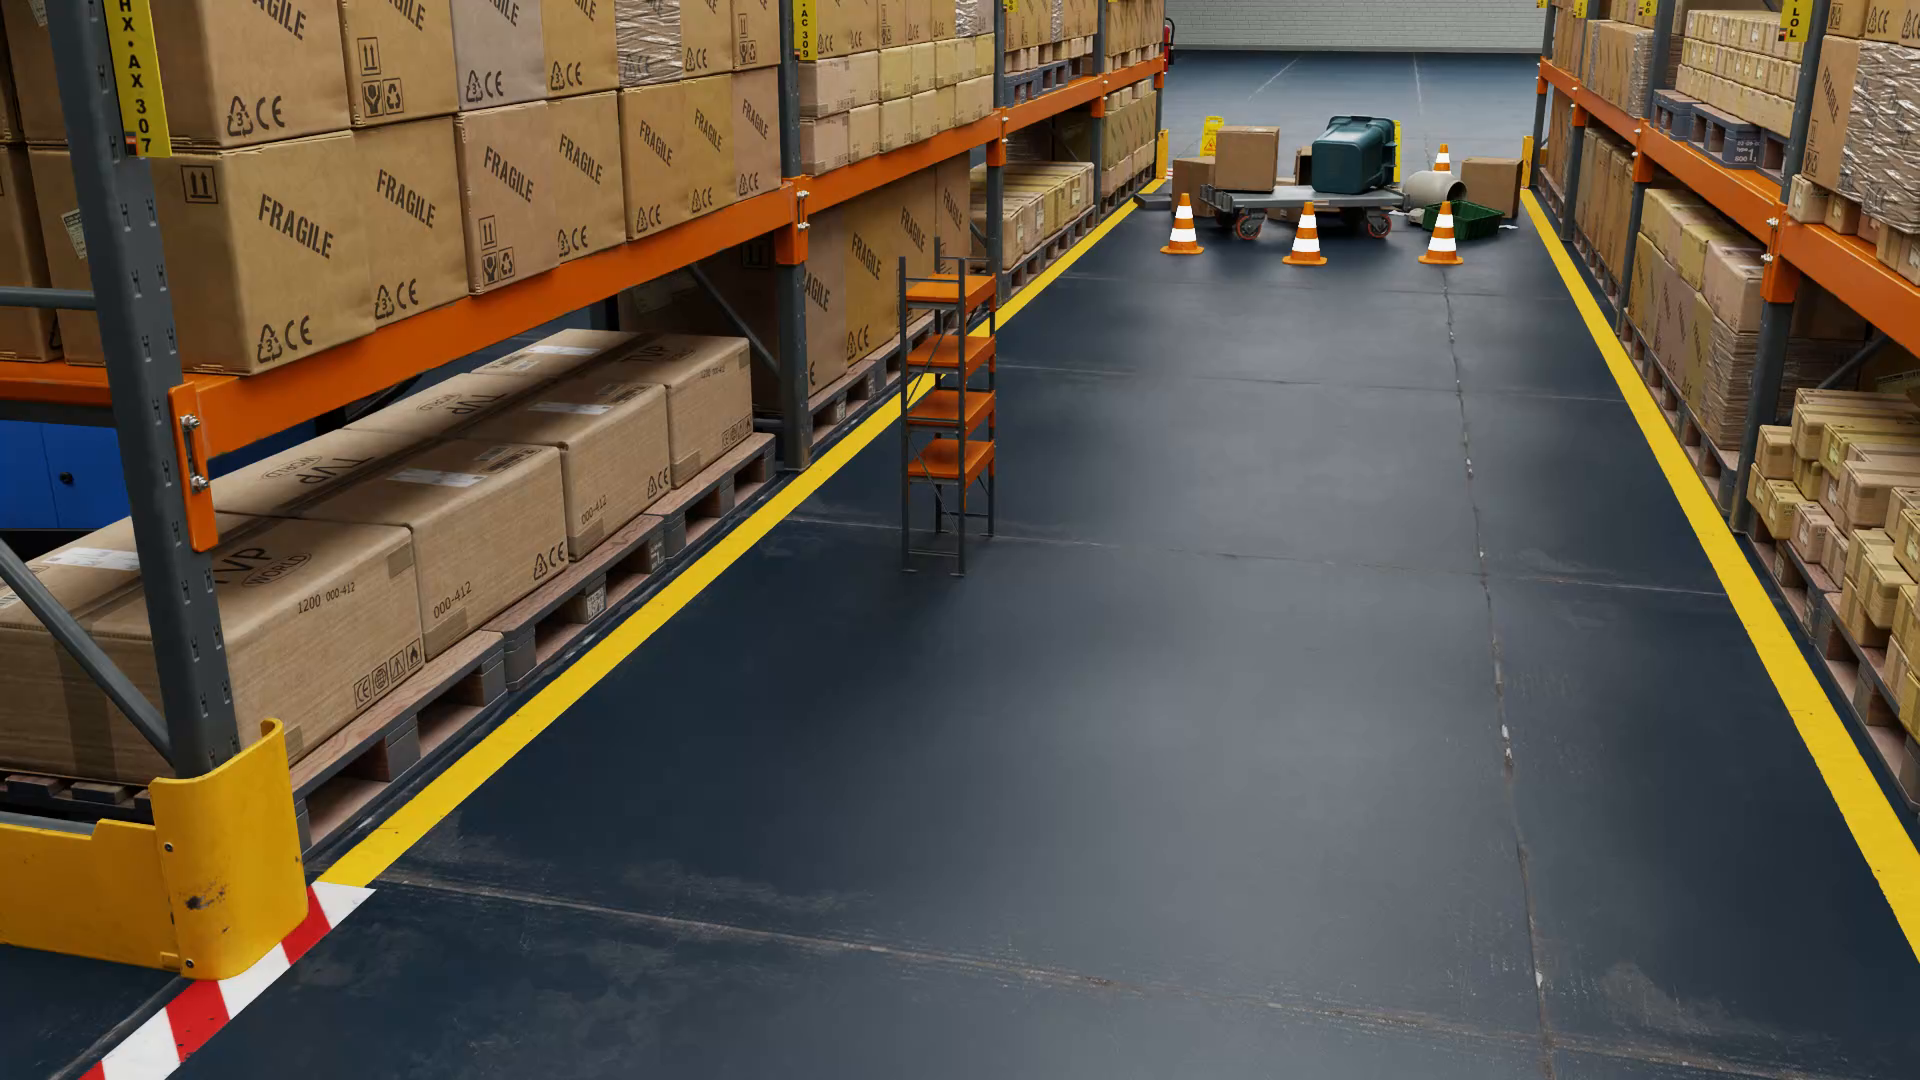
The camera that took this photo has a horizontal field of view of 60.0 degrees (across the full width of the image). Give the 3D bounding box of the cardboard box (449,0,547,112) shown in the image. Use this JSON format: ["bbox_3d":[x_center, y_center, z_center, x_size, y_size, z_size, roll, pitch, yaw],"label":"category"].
[{"bbox_3d":[-1.535,-1.497,4.727,0.500,0.500,0.500,5,19,13],"label":"cardboard box"}]

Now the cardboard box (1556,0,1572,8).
[{"bbox_3d":[6.126,-5.304,15.672,0.875,0.550,0.550,5,19,13],"label":"cardboard box"}]

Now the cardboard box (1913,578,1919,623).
[{"bbox_3d":[2.736,0.188,4.336,0.380,0.149,0.250,5,20,15],"label":"cardboard box"}]

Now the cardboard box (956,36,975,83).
[{"bbox_3d":[-0.205,-2.864,9.890,0.500,0.250,0.500,4,19,12],"label":"cardboard box"}]

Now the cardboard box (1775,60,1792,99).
[{"bbox_3d":[3.668,-1.939,7.003,0.380,0.149,0.250,6,20,16],"label":"cardboard box"}]

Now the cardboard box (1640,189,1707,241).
[{"bbox_3d":[4.210,-1.846,9.507,0.500,0.250,0.500,4,19,11],"label":"cardboard box"}]

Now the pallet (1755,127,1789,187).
[{"bbox_3d":[3.964,-1.555,6.897,1.003,0.211,1.213,5,19,13],"label":"pallet"}]

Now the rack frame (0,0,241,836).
[{"bbox_3d":[-2.166,-0.524,3.580,1.000,3.000,0.127,5,19,13],"label":"rack frame"}]

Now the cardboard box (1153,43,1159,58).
[{"bbox_3d":[1.905,-5.197,17.652,0.380,0.149,0.250,4,19,13],"label":"cardboard box"}]

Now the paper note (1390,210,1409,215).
[{"bbox_3d":[4.148,-3.087,15.690,0.172,0.023,0.155,12,22,32],"label":"paper note"}]

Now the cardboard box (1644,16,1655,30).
[{"bbox_3d":[4.978,-3.652,11.037,0.700,0.500,0.500,4,19,13],"label":"cardboard box"}]

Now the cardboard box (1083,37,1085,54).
[{"bbox_3d":[0.826,-4.100,13.790,0.380,0.149,0.250,4,19,12],"label":"cardboard box"}]

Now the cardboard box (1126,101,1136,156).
[{"bbox_3d":[1.420,-4.032,16.295,0.500,0.500,0.500,6,20,16],"label":"cardboard box"}]

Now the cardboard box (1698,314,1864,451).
[{"bbox_3d":[3.573,-0.686,7.272,0.500,0.500,0.500,4,19,12],"label":"cardboard box"}]

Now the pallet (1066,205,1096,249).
[{"bbox_3d":[0.577,-2.721,14.328,1.003,0.211,1.213,5,19,13],"label":"pallet"}]

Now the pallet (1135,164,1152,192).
[{"bbox_3d":[1.492,-3.943,17.906,1.003,0.211,1.213,5,19,13],"label":"pallet"}]

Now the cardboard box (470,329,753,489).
[{"bbox_3d":[-1.446,-0.575,7.045,0.875,0.438,0.875,4,19,13],"label":"cardboard box"}]

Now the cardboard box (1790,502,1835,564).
[{"bbox_3d":[3.160,-0.014,5.847,0.380,0.149,0.250,5,19,13],"label":"cardboard box"}]

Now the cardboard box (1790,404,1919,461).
[{"bbox_3d":[3.226,-0.376,5.988,0.380,0.149,0.250,6,20,16],"label":"cardboard box"}]

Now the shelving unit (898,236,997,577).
[{"bbox_3d":[-0.040,-0.516,6.342,0.258,1.200,0.503,5,19,13],"label":"shelving unit"}]

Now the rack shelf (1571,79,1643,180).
[{"bbox_3d":[5.102,-2.958,11.821,1.077,0.370,4.000,5,19,13],"label":"rack shelf"}]

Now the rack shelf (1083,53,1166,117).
[{"bbox_3d":[1.255,-4.571,16.543,1.077,0.370,4.000,5,19,13],"label":"rack shelf"}]

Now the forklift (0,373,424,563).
[{"bbox_3d":[-3.136,-1.617,6.886,1.130,2.935,3.031,0,19,1],"label":"forklift"}]

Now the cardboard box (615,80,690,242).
[{"bbox_3d":[-1.283,-1.339,5.811,0.500,0.500,0.500,4,19,13],"label":"cardboard box"}]

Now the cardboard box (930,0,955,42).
[{"bbox_3d":[-0.329,-3.052,9.281,0.500,0.500,0.500,5,19,13],"label":"cardboard box"}]

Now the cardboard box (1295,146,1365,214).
[{"bbox_3d":[3.549,-3.377,15.587,0.797,0.637,0.503,5,19,13],"label":"cardboard box"}]

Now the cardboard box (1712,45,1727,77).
[{"bbox_3d":[4.051,-2.431,8.442,0.380,0.149,0.250,5,19,13],"label":"cardboard box"}]

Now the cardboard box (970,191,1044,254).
[{"bbox_3d":[0.109,-2.395,12.473,0.950,0.372,0.625,4,19,12],"label":"cardboard box"}]

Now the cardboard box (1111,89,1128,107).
[{"bbox_3d":[1.384,-4.203,15.794,0.380,0.149,0.250,5,20,15],"label":"cardboard box"}]

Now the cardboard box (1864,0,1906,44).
[{"bbox_3d":[3.178,-1.794,5.136,0.500,0.500,0.500,4,19,12],"label":"cardboard box"}]

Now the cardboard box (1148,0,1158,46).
[{"bbox_3d":[1.751,-5.378,17.178,0.500,0.500,0.500,5,19,14],"label":"cardboard box"}]

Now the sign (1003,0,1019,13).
[{"bbox_3d":[0.328,-3.536,10.609,0.100,0.325,0.005,5,19,13],"label":"sign"}]

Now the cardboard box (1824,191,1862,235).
[{"bbox_3d":[3.258,-1.149,5.801,0.380,0.149,0.250,5,20,15],"label":"cardboard box"}]

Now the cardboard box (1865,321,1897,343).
[{"bbox_3d":[4.073,-1.000,7.031,0.500,0.250,0.500,4,19,11],"label":"cardboard box"}]

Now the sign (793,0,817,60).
[{"bbox_3d":[-0.650,-2.181,6.971,0.100,0.325,0.005,5,19,13],"label":"sign"}]

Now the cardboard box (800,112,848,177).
[{"bbox_3d":[-0.825,-1.823,7.617,0.500,0.250,0.500,4,19,12],"label":"cardboard box"}]

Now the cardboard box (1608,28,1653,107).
[{"bbox_3d":[4.708,-3.194,11.245,0.500,0.500,0.500,4,19,12],"label":"cardboard box"}]

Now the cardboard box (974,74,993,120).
[{"bbox_3d":[-0.083,-2.781,10.421,0.500,0.250,0.500,4,19,11],"label":"cardboard box"}]

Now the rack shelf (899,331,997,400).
[{"bbox_3d":[-0.040,-0.664,6.291,0.258,0.148,0.480,5,19,13],"label":"rack shelf"}]

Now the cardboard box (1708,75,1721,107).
[{"bbox_3d":[4.050,-2.290,8.491,0.380,0.149,0.250,5,20,15],"label":"cardboard box"}]

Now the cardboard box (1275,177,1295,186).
[{"bbox_3d":[3.382,-3.619,17.054,0.380,0.149,0.250,17,25,41],"label":"cardboard box"}]

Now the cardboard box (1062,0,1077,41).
[{"bbox_3d":[0.624,-4.192,13.055,0.500,0.500,0.500,5,20,15],"label":"cardboard box"}]

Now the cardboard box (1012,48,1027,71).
[{"bbox_3d":[0.262,-3.366,11.641,0.380,0.149,0.250,3,19,10],"label":"cardboard box"}]

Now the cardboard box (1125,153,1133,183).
[{"bbox_3d":[1.418,-3.681,16.427,0.500,0.250,0.500,4,19,13],"label":"cardboard box"}]

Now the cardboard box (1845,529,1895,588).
[{"bbox_3d":[2.956,0.088,5.089,0.380,0.149,0.250,5,19,13],"label":"cardboard box"}]

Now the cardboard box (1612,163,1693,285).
[{"bbox_3d":[4.849,-1.990,10.703,1.050,0.750,0.750,4,19,13],"label":"cardboard box"}]

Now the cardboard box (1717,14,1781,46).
[{"bbox_3d":[4.056,-2.575,8.404,0.380,0.149,0.250,6,20,16],"label":"cardboard box"}]

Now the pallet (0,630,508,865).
[{"bbox_3d":[-2.047,0.539,4.783,1.003,0.211,1.213,5,19,13],"label":"pallet"}]

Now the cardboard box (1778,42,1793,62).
[{"bbox_3d":[3.675,-2.086,6.972,0.380,0.149,0.250,4,19,12],"label":"cardboard box"}]

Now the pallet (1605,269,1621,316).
[{"bbox_3d":[4.879,-1.593,11.026,1.003,0.211,1.213,5,19,13],"label":"pallet"}]

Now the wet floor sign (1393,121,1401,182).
[{"bbox_3d":[4.655,-4.231,18.075,0.267,0.644,0.232,1,19,4],"label":"wet floor sign"}]

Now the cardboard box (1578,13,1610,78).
[{"bbox_3d":[5.669,-4.113,13.857,0.875,0.550,0.550,5,19,13],"label":"cardboard box"}]

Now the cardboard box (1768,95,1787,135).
[{"bbox_3d":[3.667,-1.797,7.048,0.380,0.149,0.250,5,19,13],"label":"cardboard box"}]
